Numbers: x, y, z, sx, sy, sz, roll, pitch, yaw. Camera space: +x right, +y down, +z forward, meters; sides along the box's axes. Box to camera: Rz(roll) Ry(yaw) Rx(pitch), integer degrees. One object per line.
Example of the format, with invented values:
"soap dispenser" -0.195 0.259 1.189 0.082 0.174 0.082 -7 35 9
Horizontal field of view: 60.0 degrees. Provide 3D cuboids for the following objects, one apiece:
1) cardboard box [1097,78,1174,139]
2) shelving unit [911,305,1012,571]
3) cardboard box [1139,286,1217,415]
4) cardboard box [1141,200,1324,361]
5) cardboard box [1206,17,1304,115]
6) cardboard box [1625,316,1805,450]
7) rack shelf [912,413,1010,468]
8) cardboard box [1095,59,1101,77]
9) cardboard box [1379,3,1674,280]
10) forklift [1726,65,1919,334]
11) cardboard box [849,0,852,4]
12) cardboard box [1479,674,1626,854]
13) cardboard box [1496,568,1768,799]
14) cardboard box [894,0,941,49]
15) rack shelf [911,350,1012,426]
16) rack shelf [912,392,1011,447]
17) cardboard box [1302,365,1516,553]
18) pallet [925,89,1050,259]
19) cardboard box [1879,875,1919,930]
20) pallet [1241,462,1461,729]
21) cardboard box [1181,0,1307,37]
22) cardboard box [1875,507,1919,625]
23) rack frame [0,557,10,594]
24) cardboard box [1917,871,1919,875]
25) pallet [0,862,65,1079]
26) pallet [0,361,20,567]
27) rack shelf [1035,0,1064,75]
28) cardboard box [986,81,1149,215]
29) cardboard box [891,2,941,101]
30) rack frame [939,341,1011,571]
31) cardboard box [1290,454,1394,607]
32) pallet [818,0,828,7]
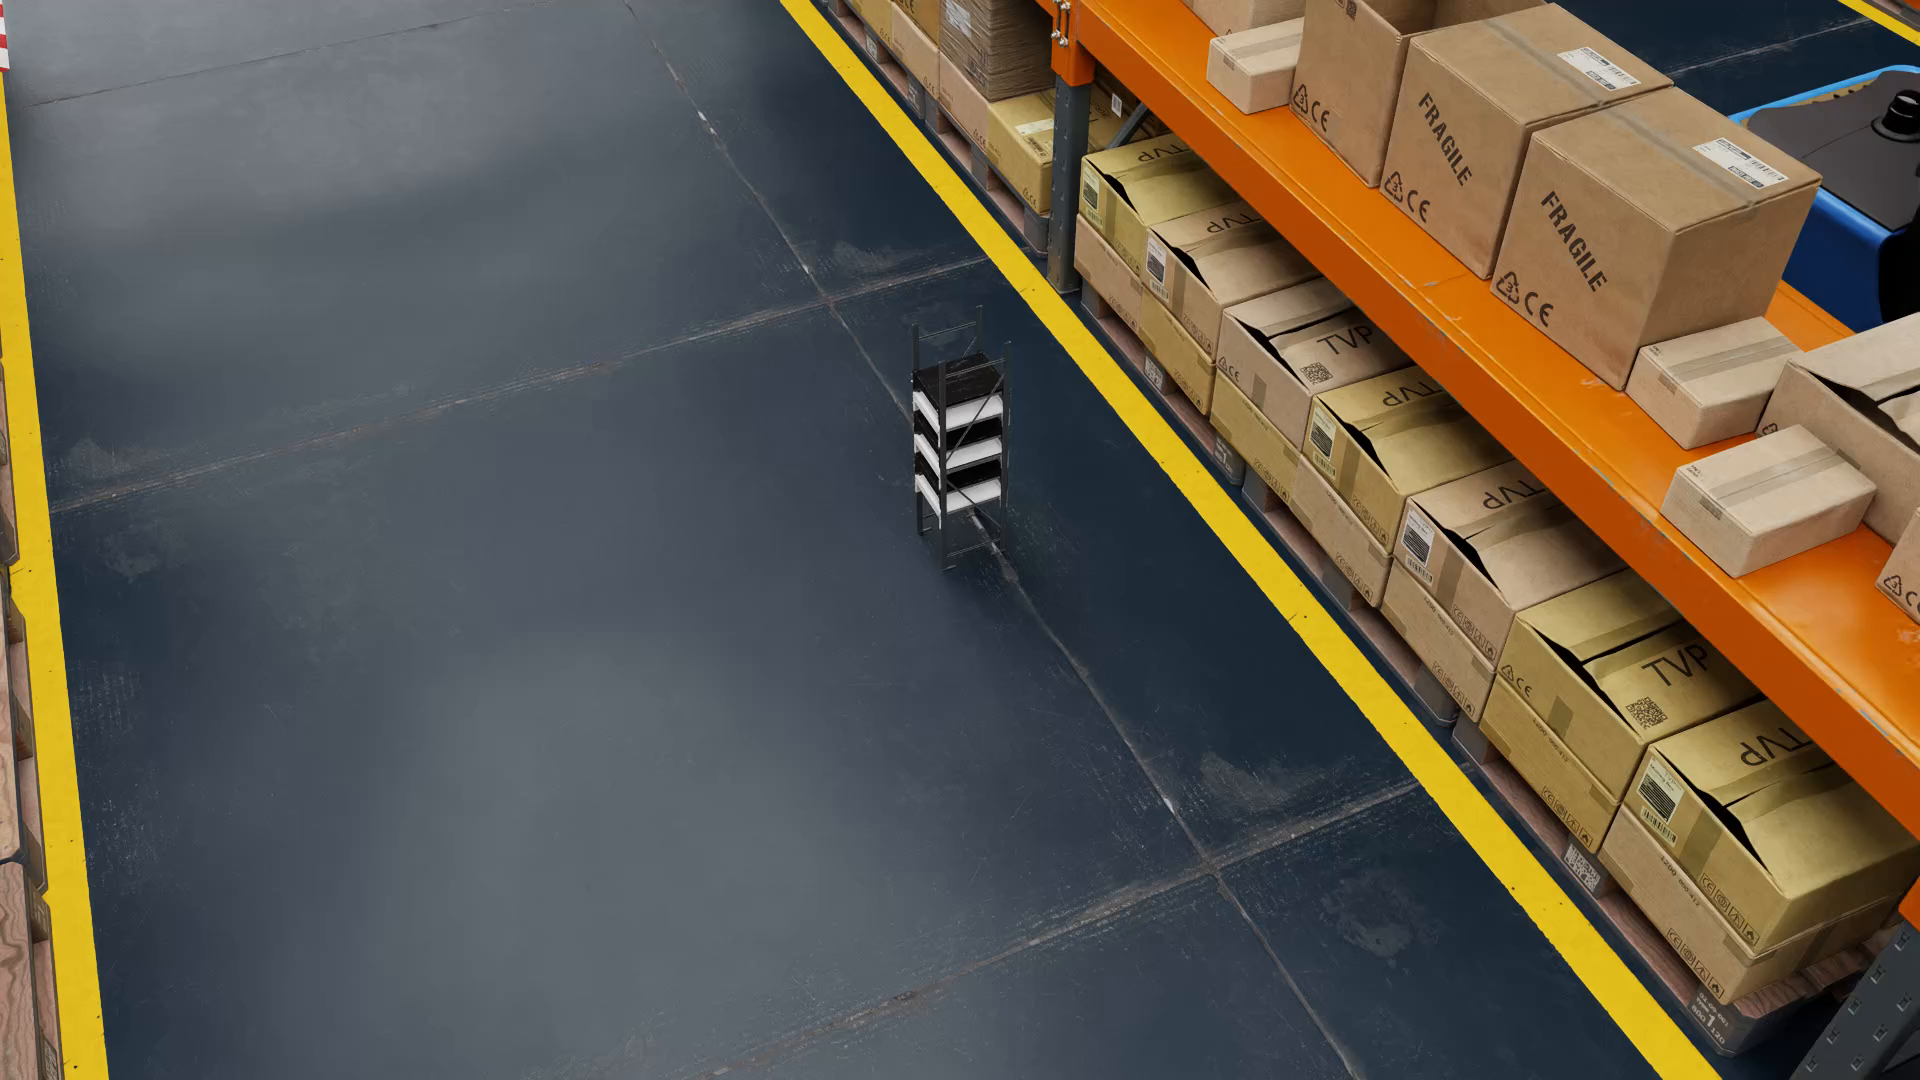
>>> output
"cardboard box" 0.914 -1.797 7.095 0.500 0.250 0.500 -18 47 -17
"shelving unit" 0.003 -0.315 5.429 0.258 0.900 0.210 -18 47 -17
"cardboard box" 0.993 -0.756 6.039 0.500 0.250 0.500 -17 47 -16
"cardboard box" 0.988 -0.955 5.841 0.500 0.311 0.500 -19 48 -18
"cardboard box" 1.021 -1.527 5.341 0.380 0.149 0.250 -18 47 -17
"cardboard box" 1.929 -0.399 4.198 0.380 0.149 0.250 -15 47 -14
"rack shelf" 0.003 -0.355 5.389 0.258 0.077 0.200 -18 47 -17
"cardboard box" 0.706 -2.384 7.155 0.500 0.500 0.500 -18 47 -17
"cardboard box" 1.574 -1.128 4.686 0.500 0.500 0.500 -18 47 -17
"forklift" 3.637 -0.928 4.604 1.130 2.935 3.031 -19 48 -18
"cardboard box" -0.401 -2.918 8.230 0.500 0.250 0.500 -18 47 -17
"cardboard box" 1.854 0.546 4.720 0.500 0.250 0.500 -19 48 -18
"cardboard box" 1.848 0.347 4.522 0.500 0.311 0.500 -19 48 -18
"cardboard box" 0.027 -2.550 7.323 0.500 0.500 0.500 -18 47 -17
"rack shelf" 0.003 -0.484 5.262 0.258 0.077 0.200 -18 47 -17
"rack shelf" 0.003 -0.420 5.326 0.258 0.077 0.200 -18 47 -17
"cardboard box" 1.429 -0.296 5.173 0.500 0.311 0.500 -17 47 -16
"pallet" 0.538 -1.768 7.392 1.003 0.211 1.213 -18 47 -17
"cardboard box" 2.562 0.716 4.547 0.500 0.250 0.500 -18 47 -18
"pallet" 1.696 -0.013 5.612 1.003 0.211 1.213 -18 47 -17
"cardboard box" 1.081 -1.887 5.634 0.500 0.250 0.500 -15 47 -15
"cardboard box" 2.403 0.094 3.582 0.500 0.311 0.500 -15 47 -15
"rack frame" -3.662 -0.781 4.406 1.000 3.000 0.127 -18 47 -17
"cardboard box" 2.562 0.517 4.350 0.500 0.311 0.500 -17 47 -16
"pallet" -2.779 1.479 4.101 1.003 0.211 1.213 -18 47 -17
"pallet" -3.906 -0.229 5.832 1.003 0.211 1.213 -18 47 -17
"rack shelf" -0.007 -3.260 7.431 1.077 0.370 4.000 -18 47 -17
"cardboard box" 0.441 -1.643 6.939 0.500 0.250 0.500 -18 47 -17
"cardboard box" 0.016 -2.279 7.583 0.500 0.250 0.500 -18 47 -17
"rack frame" 0.046 -0.250 5.363 0.240 0.900 0.006 -18 47 -17
"cardboard box" 1.426 -0.102 5.377 0.500 0.250 0.500 -17 47 -17
"pallet" -0.488 -3.323 8.968 1.003 0.211 1.213 -18 47 -17
